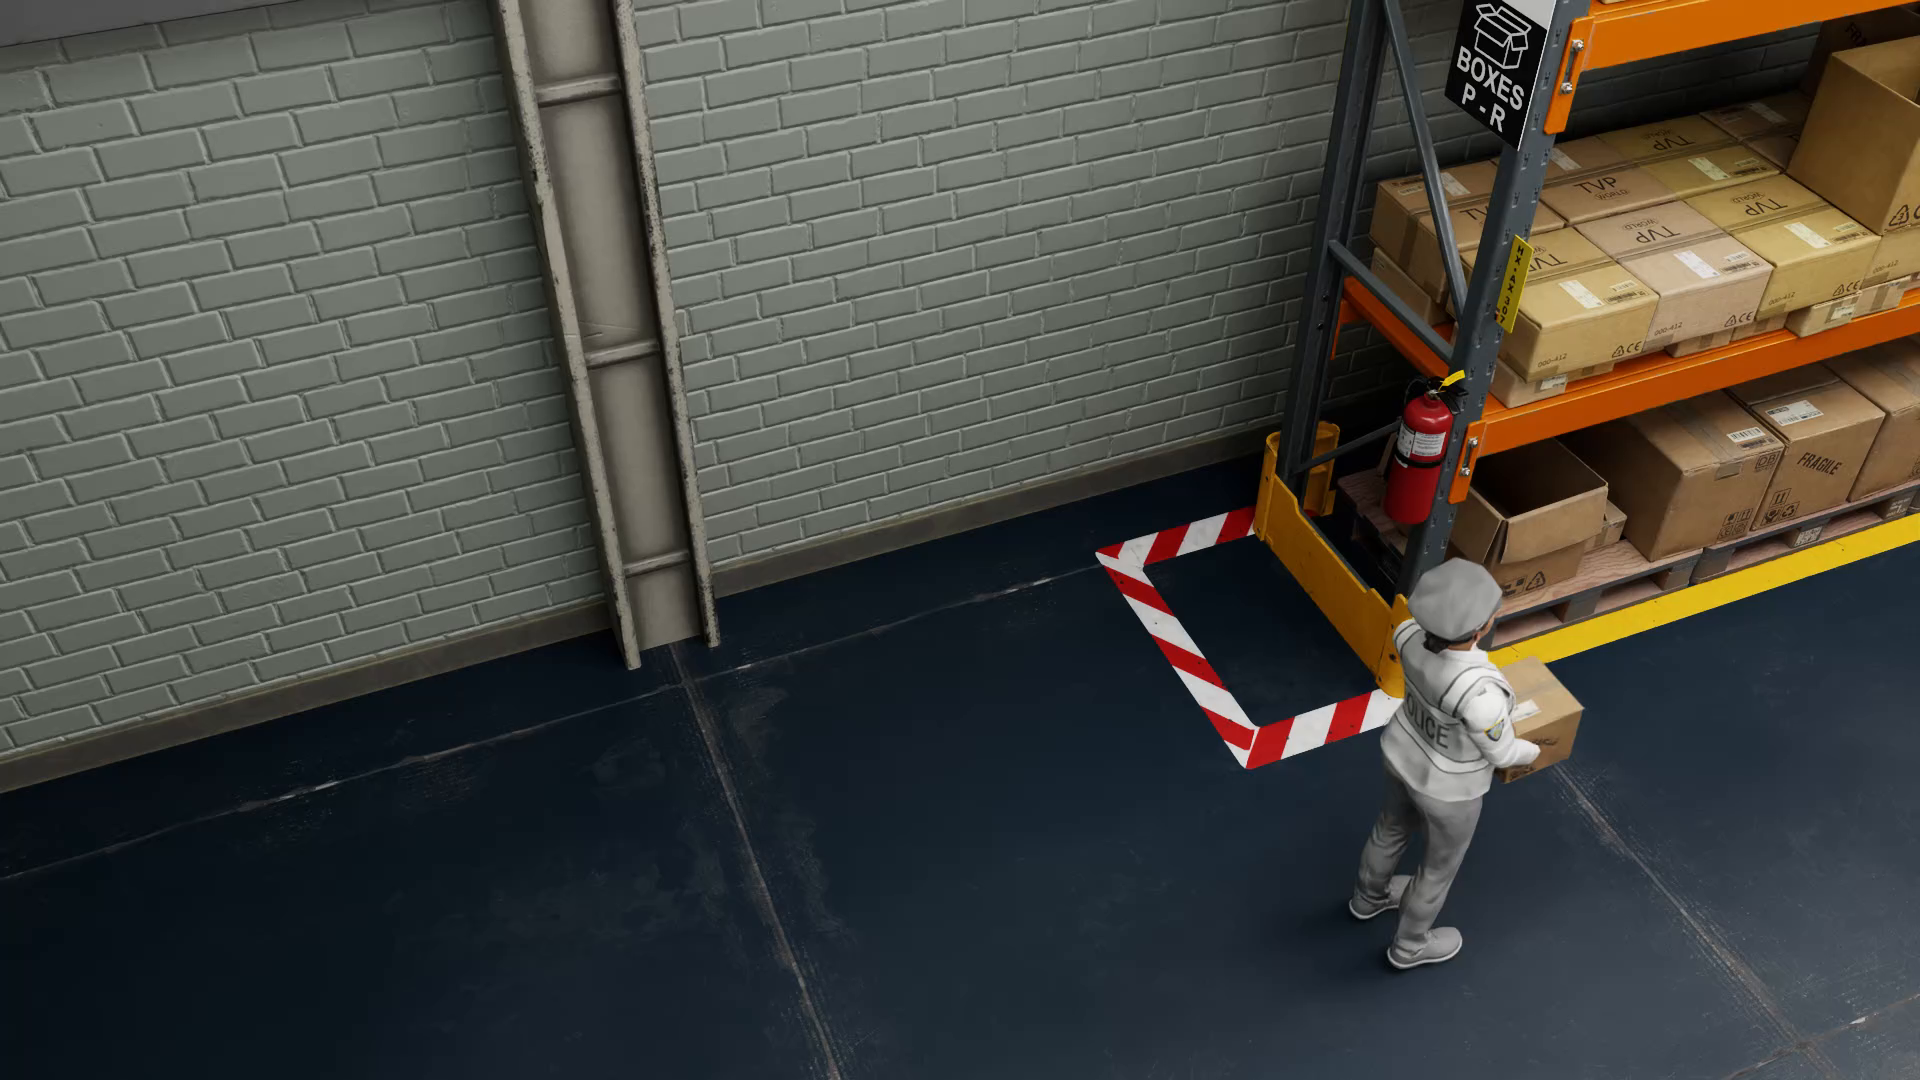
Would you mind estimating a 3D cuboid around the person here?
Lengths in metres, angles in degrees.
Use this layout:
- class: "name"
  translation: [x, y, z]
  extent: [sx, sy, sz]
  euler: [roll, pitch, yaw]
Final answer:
- class: "person"
  translation: [14.254, -0.512, 3.584]
  extent: [23.032, 5.869, 12.225]
  euler: [-18, 45, -19]
